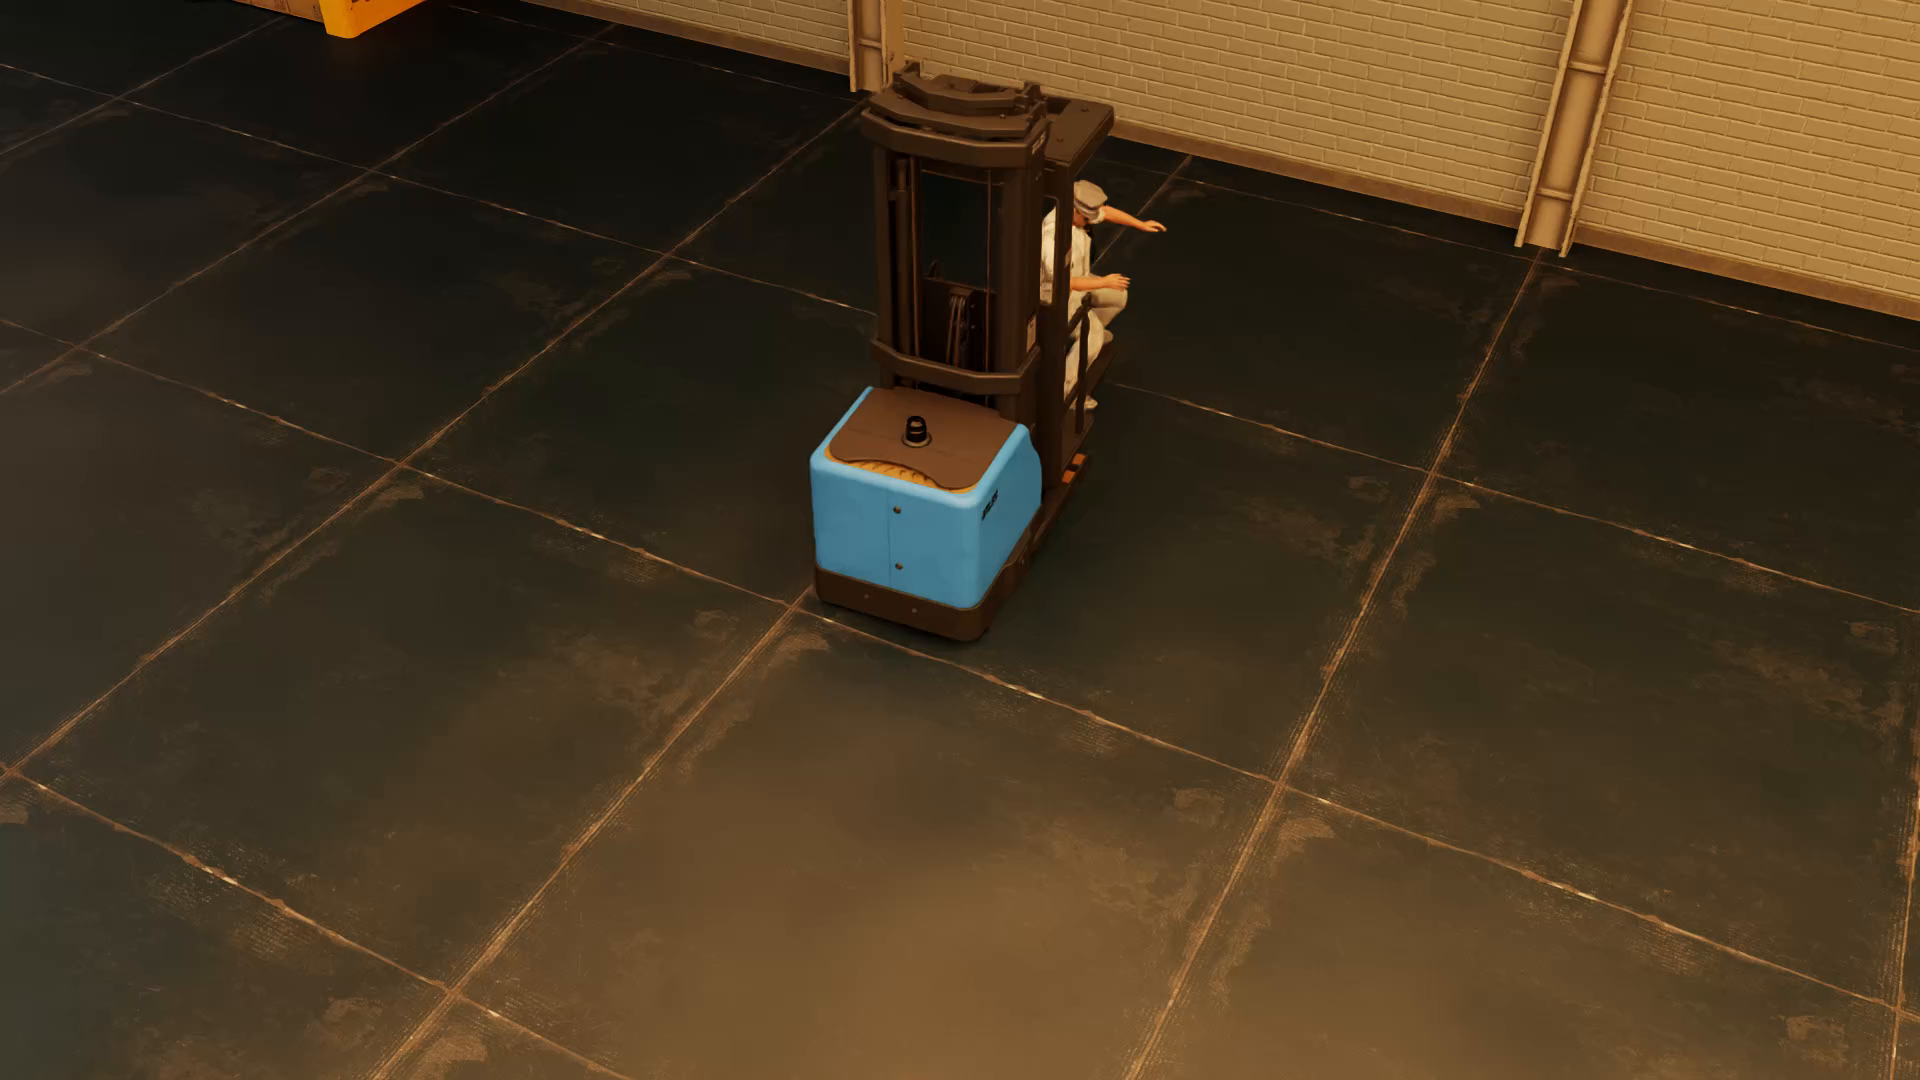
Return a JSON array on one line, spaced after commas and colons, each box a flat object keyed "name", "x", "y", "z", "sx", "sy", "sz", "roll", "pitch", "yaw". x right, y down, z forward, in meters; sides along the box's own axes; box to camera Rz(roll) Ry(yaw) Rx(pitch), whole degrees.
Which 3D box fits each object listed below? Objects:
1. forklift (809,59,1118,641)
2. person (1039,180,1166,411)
[{"name": "forklift", "x": 0.194, "y": -1.498, "z": 9.765, "sx": 1.130, "sy": 2.935, "sz": 3.031, "roll": 15, "pitch": 42, "yaw": 17}, {"name": "person", "x": 0.842, "y": -1.673, "z": 10.995, "sx": 0.735, "sy": 1.511, "sz": 1.165, "roll": 20, "pitch": 44, "yaw": 22}]
